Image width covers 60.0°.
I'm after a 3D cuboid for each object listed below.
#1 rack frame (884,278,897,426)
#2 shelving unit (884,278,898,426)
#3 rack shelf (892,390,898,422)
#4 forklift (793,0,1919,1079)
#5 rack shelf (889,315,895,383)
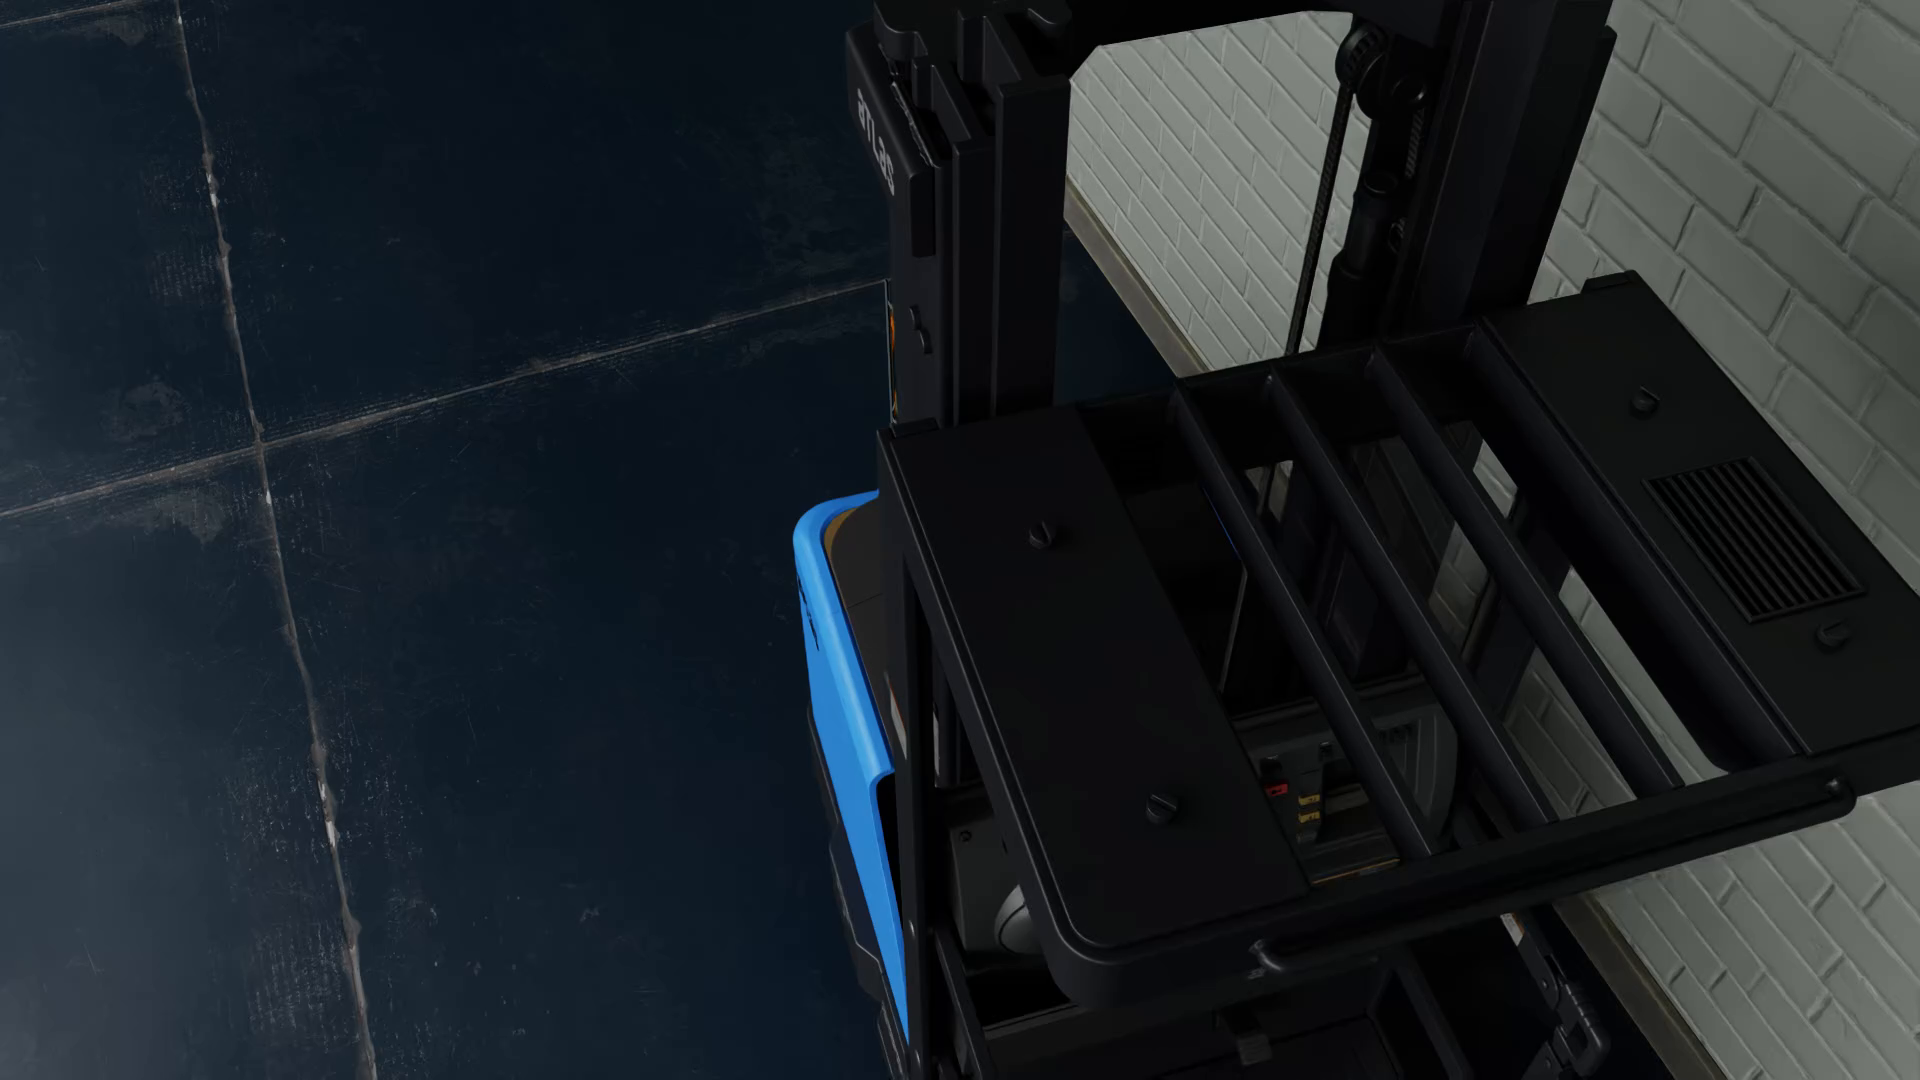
[{"bbox_3d":[-0.162,-0.292,4.808,0.008,1.050,0.200,-17,52,-14],"label":"rack frame"},{"bbox_3d":[-0.050,-0.327,4.839,0.252,1.050,0.215,-17,52,-14],"label":"shelving unit"},{"bbox_3d":[-0.050,-0.320,4.847,0.240,0.259,0.215,-17,52,-14],"label":"rack shelf"},{"bbox_3d":[0.500,0.636,2.772,1.130,2.935,3.031,-13,51,-11],"label":"forklift"},{"bbox_3d":[-0.050,-0.505,4.631,0.240,0.259,0.215,-17,52,-14],"label":"rack shelf"}]
